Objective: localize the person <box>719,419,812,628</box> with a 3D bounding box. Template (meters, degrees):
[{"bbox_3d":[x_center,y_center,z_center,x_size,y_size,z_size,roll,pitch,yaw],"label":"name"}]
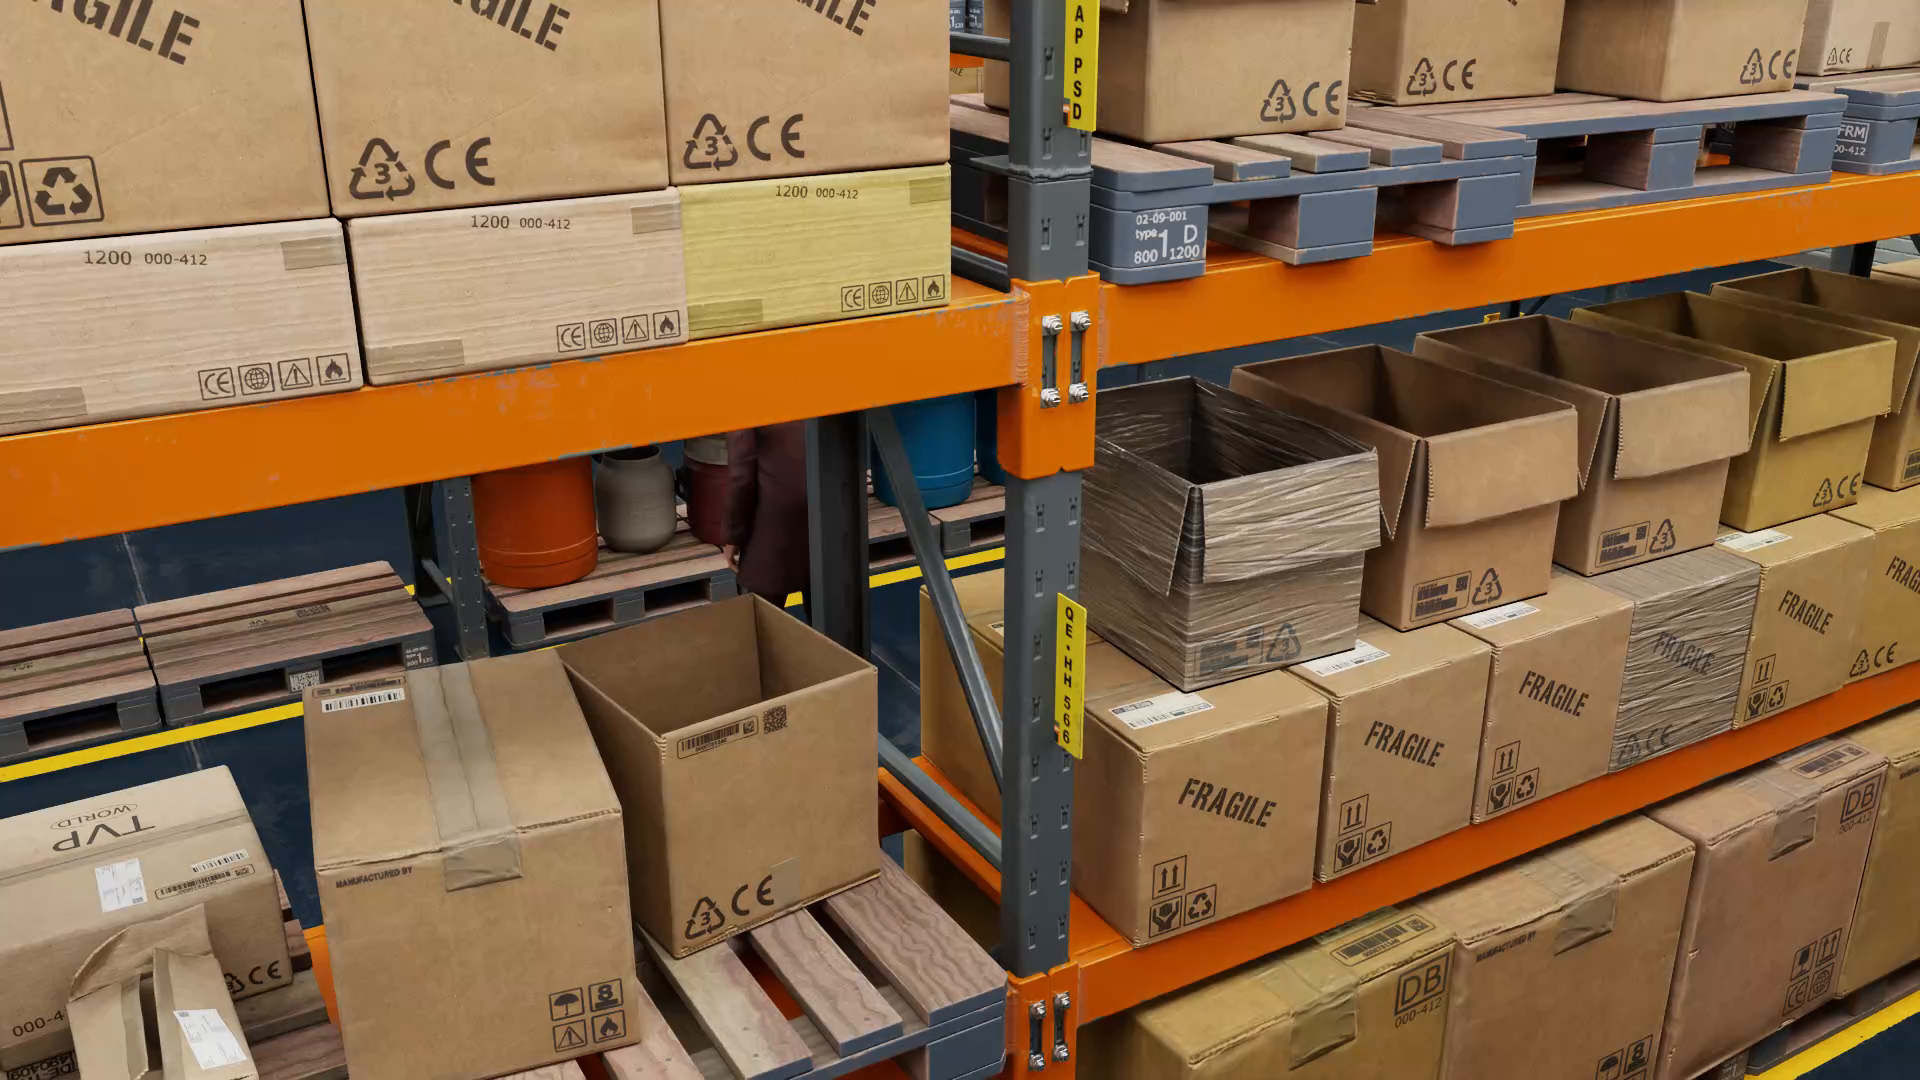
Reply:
[{"bbox_3d":[-0.750,-0.049,7.233,0.647,1.772,0.429,-14,25,-31],"label":"person"}]
